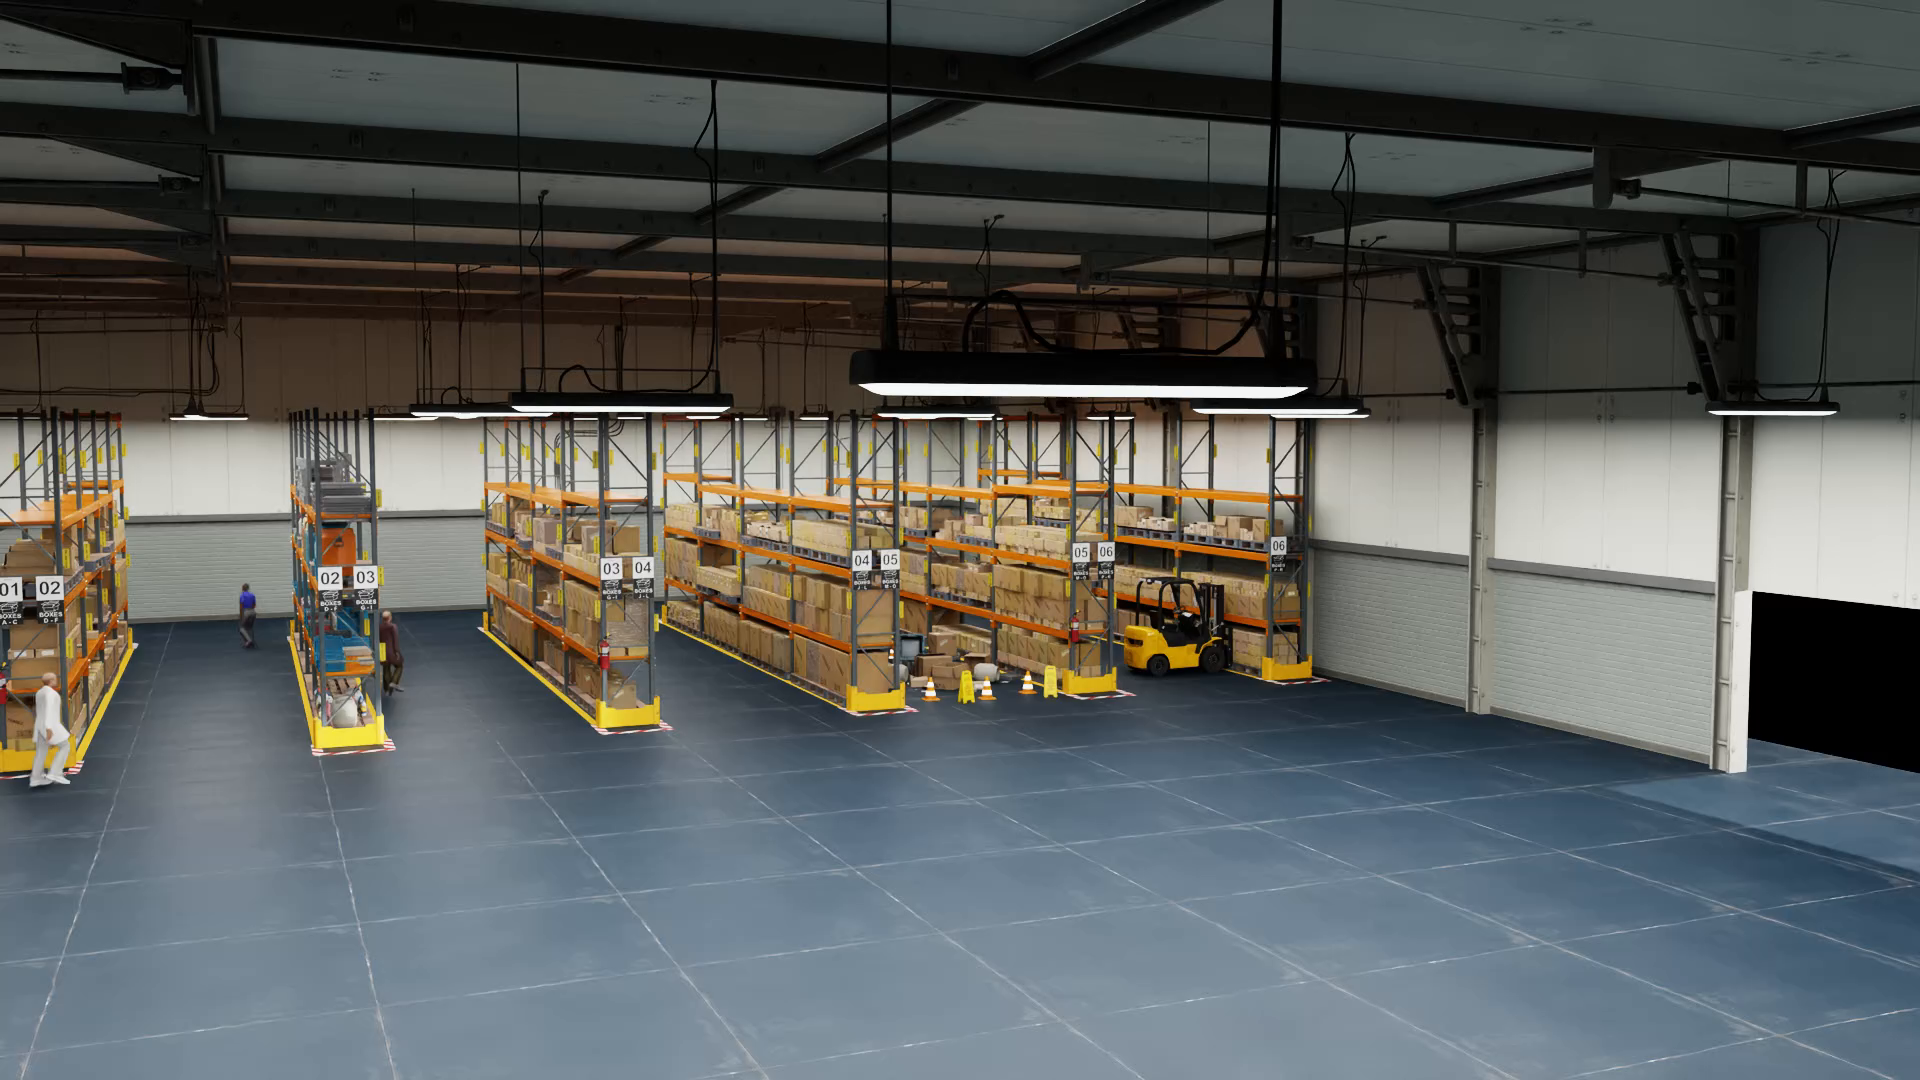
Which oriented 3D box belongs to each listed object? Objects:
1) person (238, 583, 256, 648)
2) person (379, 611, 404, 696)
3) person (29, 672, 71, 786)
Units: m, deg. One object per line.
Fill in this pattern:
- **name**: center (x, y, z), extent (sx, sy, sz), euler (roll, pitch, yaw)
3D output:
- **person**: center (-18.266, 1.931, 42.619), extent (0.466, 1.652, 0.505), euler (2, 5, 30)
- **person**: center (-12.014, 2.380, 34.962), extent (0.616, 1.768, 0.553), euler (0, 4, -5)
- **person**: center (-14.449, 2.994, 26.280), extent (0.595, 1.783, 0.590), euler (2, 5, 29)
